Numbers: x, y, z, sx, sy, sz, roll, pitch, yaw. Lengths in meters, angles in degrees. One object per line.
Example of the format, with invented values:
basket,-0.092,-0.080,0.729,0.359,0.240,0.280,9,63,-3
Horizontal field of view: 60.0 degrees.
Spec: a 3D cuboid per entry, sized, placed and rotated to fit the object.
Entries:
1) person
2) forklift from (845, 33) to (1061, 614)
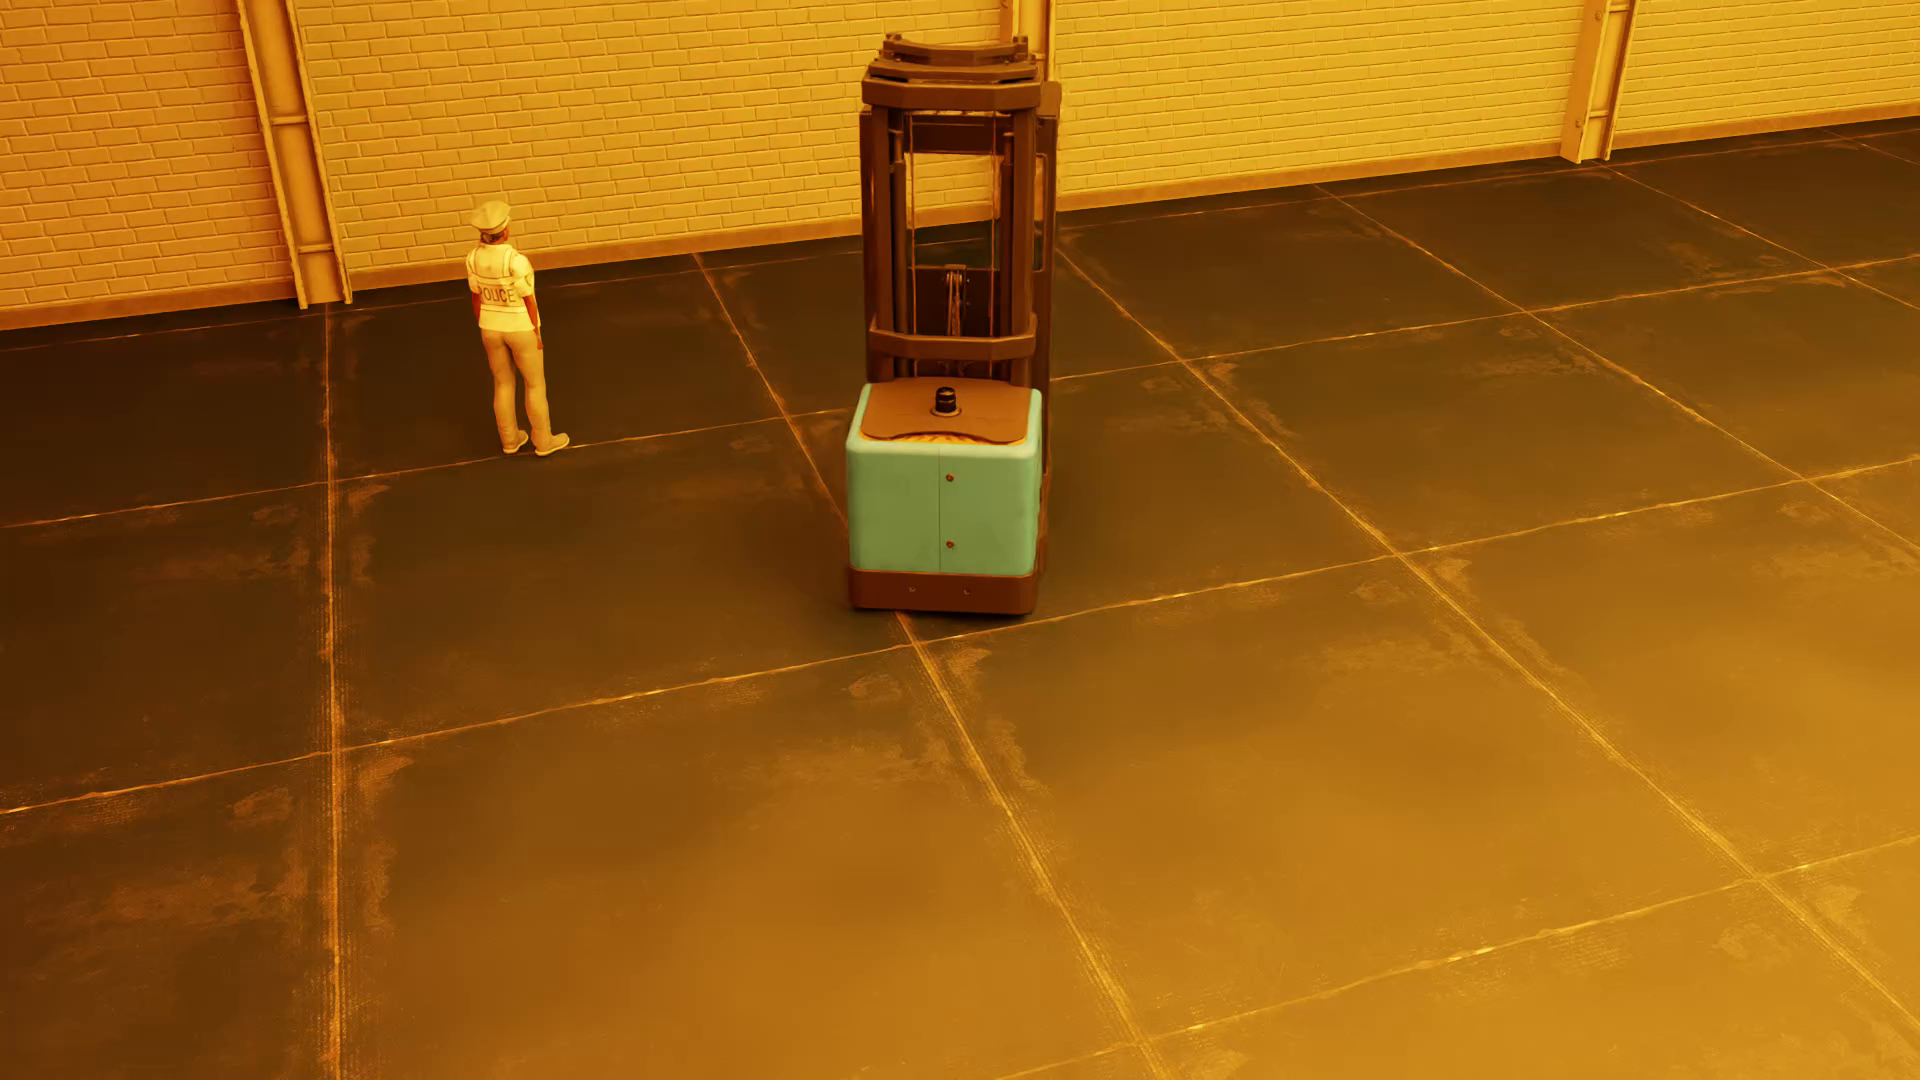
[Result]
person,-2.867,-1.345,10.671,0.452,1.694,0.352,7,31,12
forklift,0.010,-1.567,9.810,1.130,2.935,3.031,2,30,4
